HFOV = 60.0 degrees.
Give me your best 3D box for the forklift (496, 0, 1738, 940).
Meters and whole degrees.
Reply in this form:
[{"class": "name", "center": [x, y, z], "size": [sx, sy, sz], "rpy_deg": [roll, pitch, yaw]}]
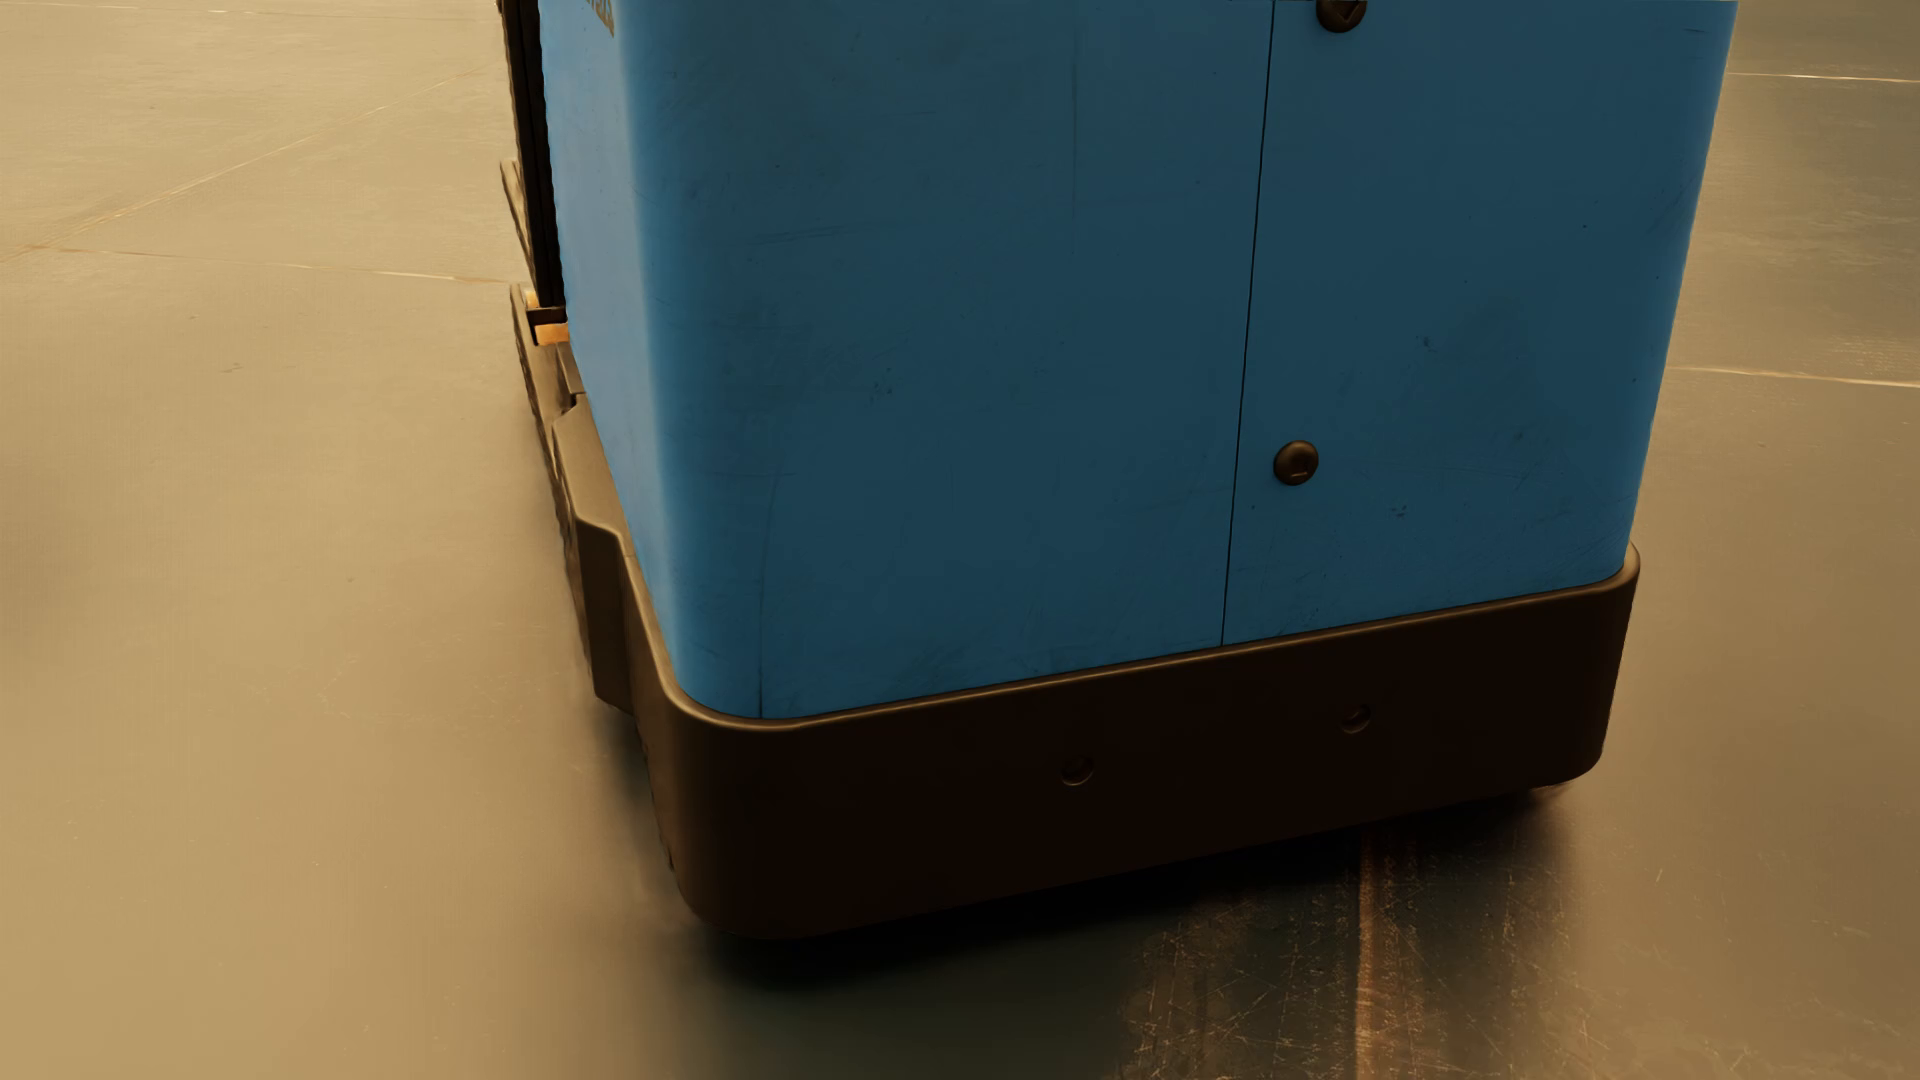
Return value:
[{"class": "forklift", "center": [-0.202, -1.572, 2.362], "size": [1.130, 2.935, 3.031], "rpy_deg": [-8, 28, -16]}]
